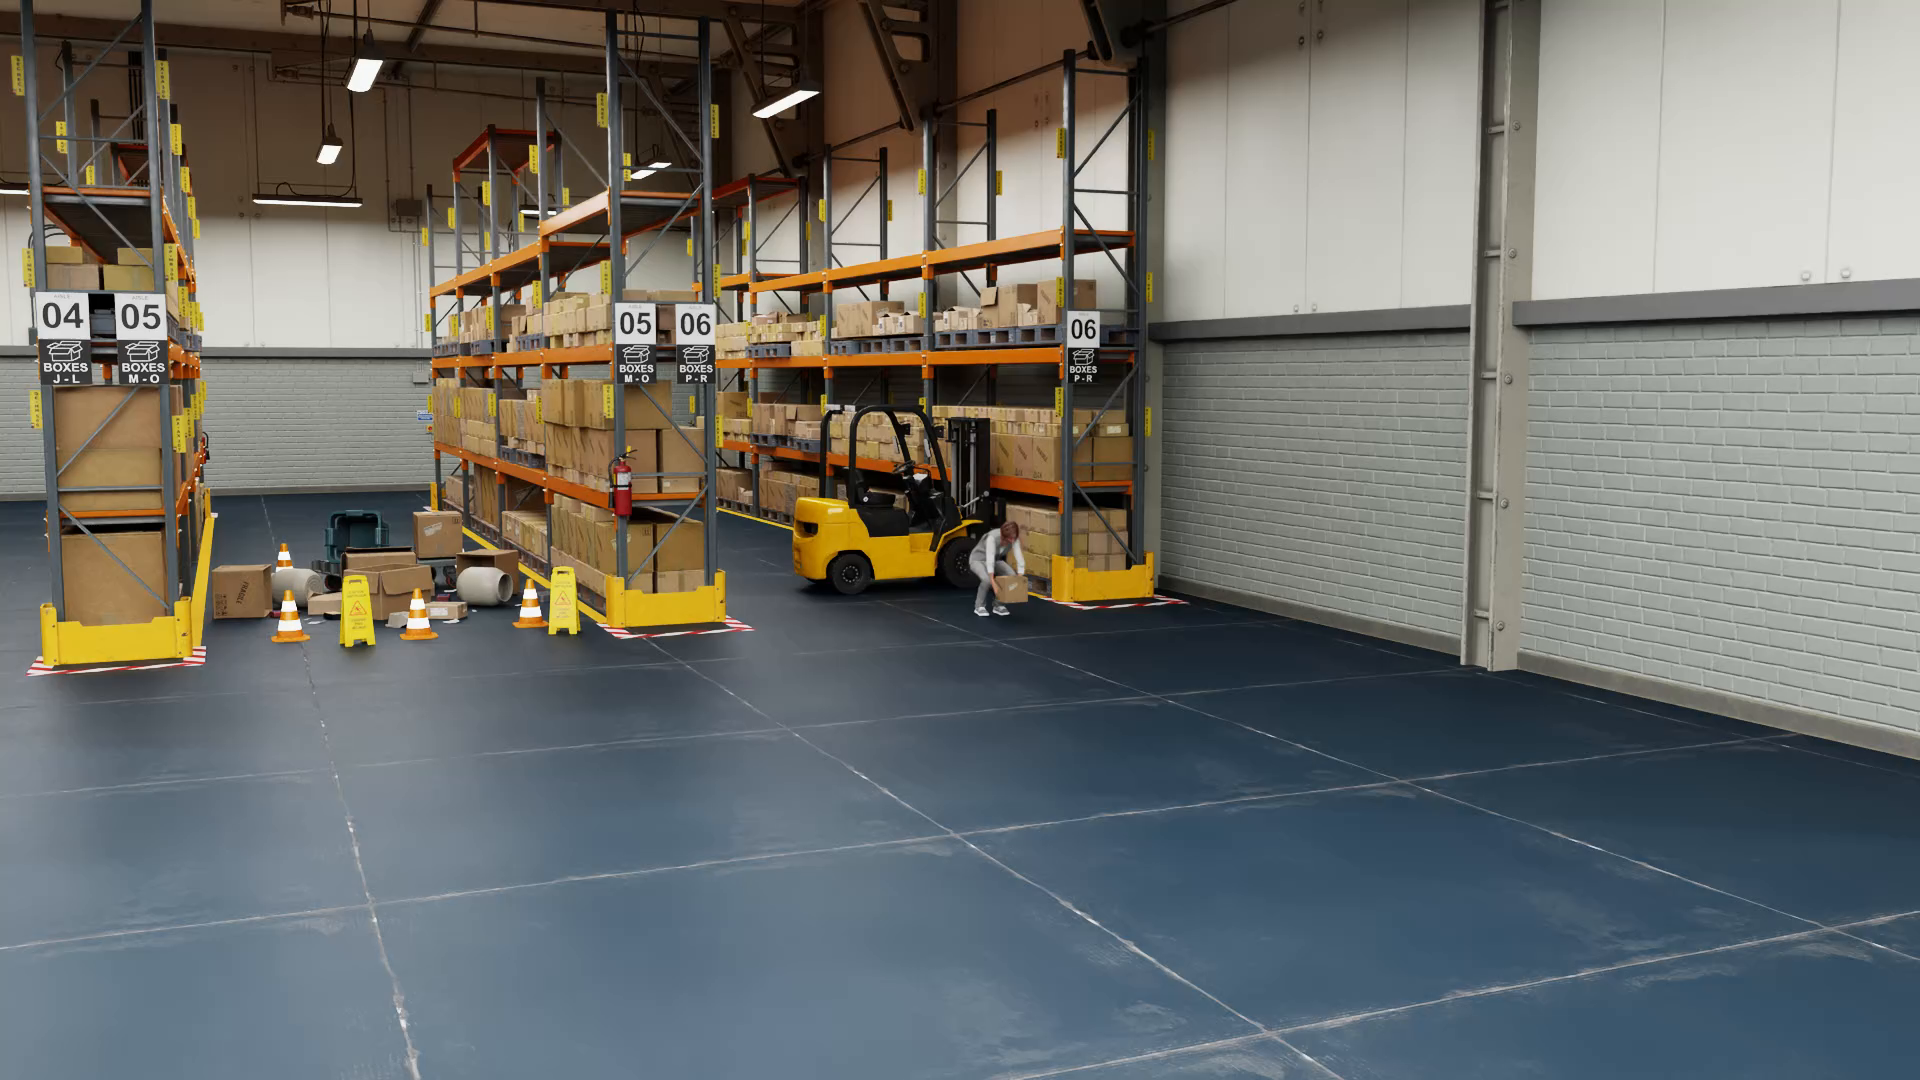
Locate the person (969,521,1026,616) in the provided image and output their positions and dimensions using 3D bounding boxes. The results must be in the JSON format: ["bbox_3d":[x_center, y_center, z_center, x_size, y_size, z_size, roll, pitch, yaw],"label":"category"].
[{"bbox_3d":[0.385,0.306,17.307,0.456,0.972,0.761,-2,6,-24],"label":"person"}]
